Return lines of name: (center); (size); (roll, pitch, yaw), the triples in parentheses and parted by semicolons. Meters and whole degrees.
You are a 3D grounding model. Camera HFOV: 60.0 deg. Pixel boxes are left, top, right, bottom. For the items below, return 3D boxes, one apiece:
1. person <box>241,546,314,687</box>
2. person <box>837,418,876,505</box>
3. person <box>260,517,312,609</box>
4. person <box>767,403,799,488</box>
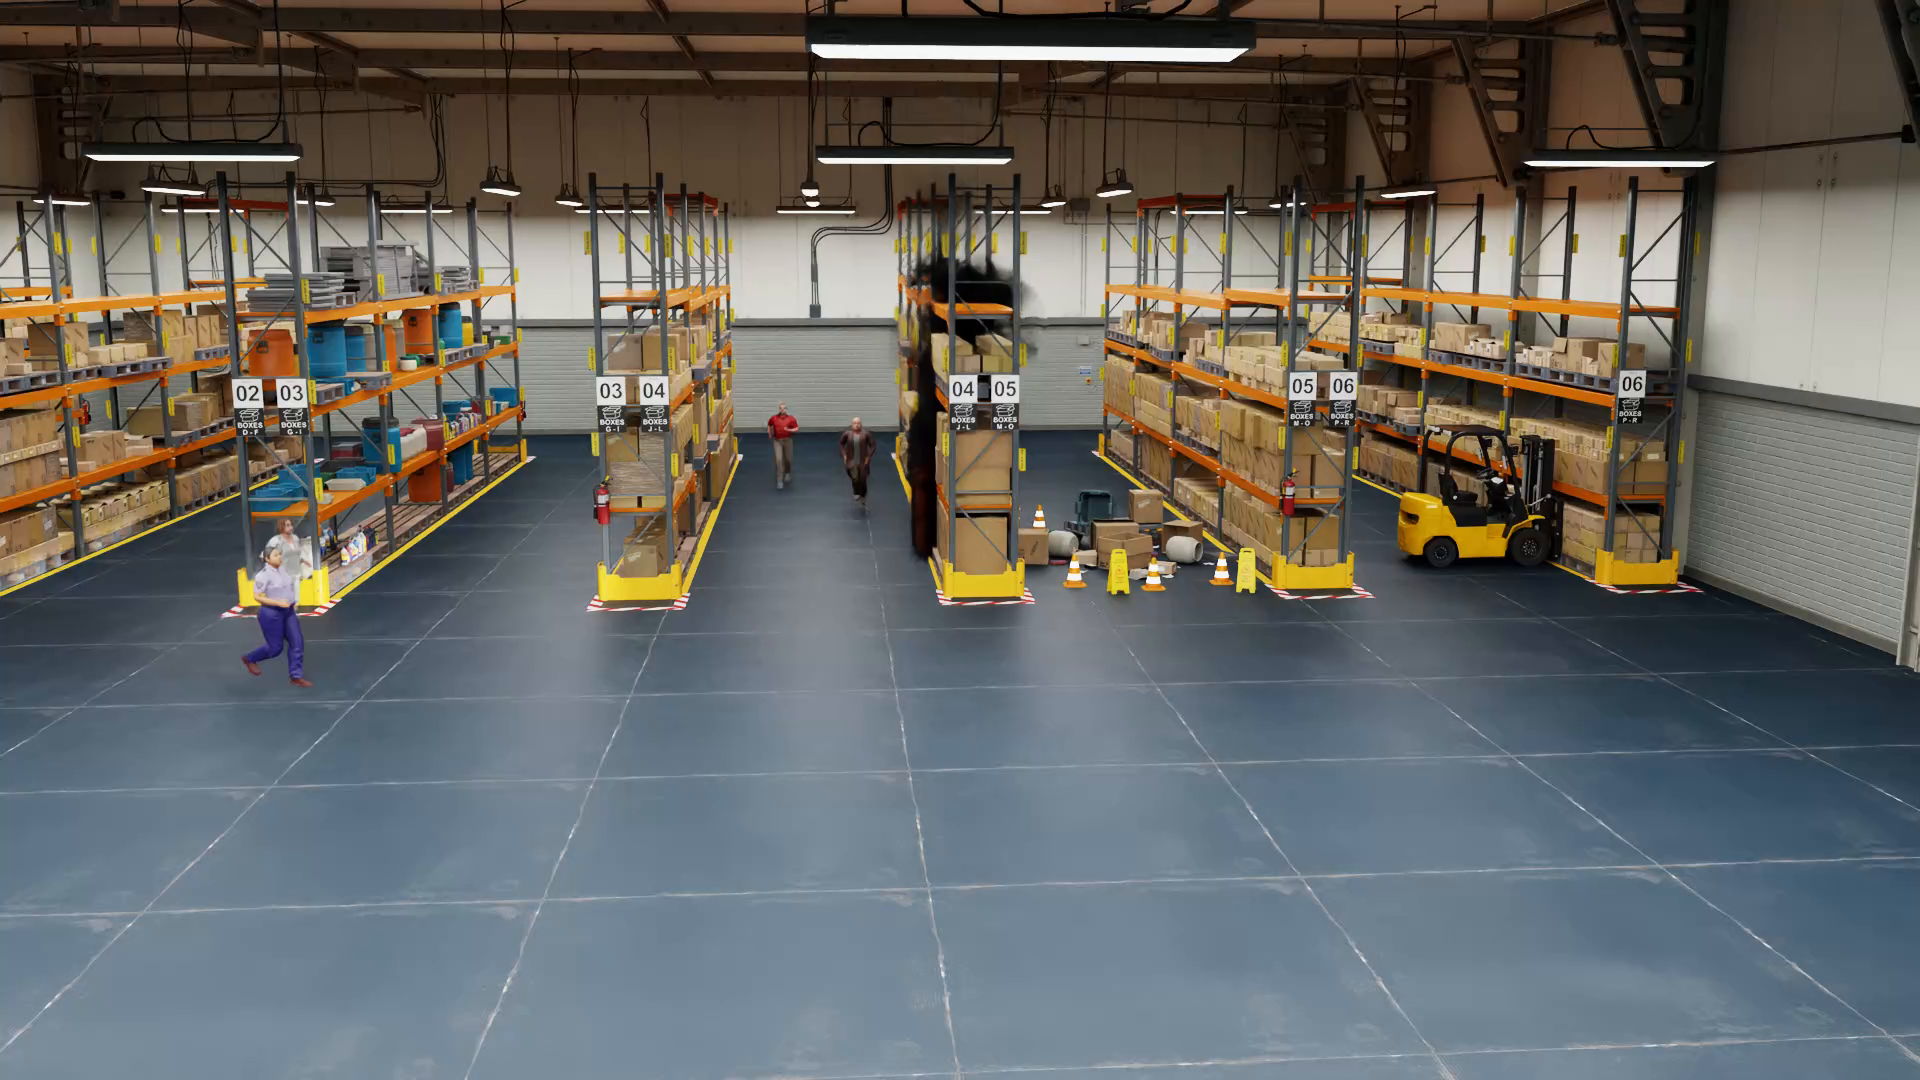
person: (-7.848, 0.879, 19.072); (0.849, 1.640, 0.607); (3, 10, 16)
person: (-1.953, -1.469, 31.451); (0.727, 1.704, 0.815); (0, 10, -3)
person: (-8.636, 0.480, 21.403); (0.593, 1.558, 0.517); (5, 11, 28)
person: (-3.725, -2.013, 35.016); (0.658, 1.729, 0.976); (-1, 10, -8)
